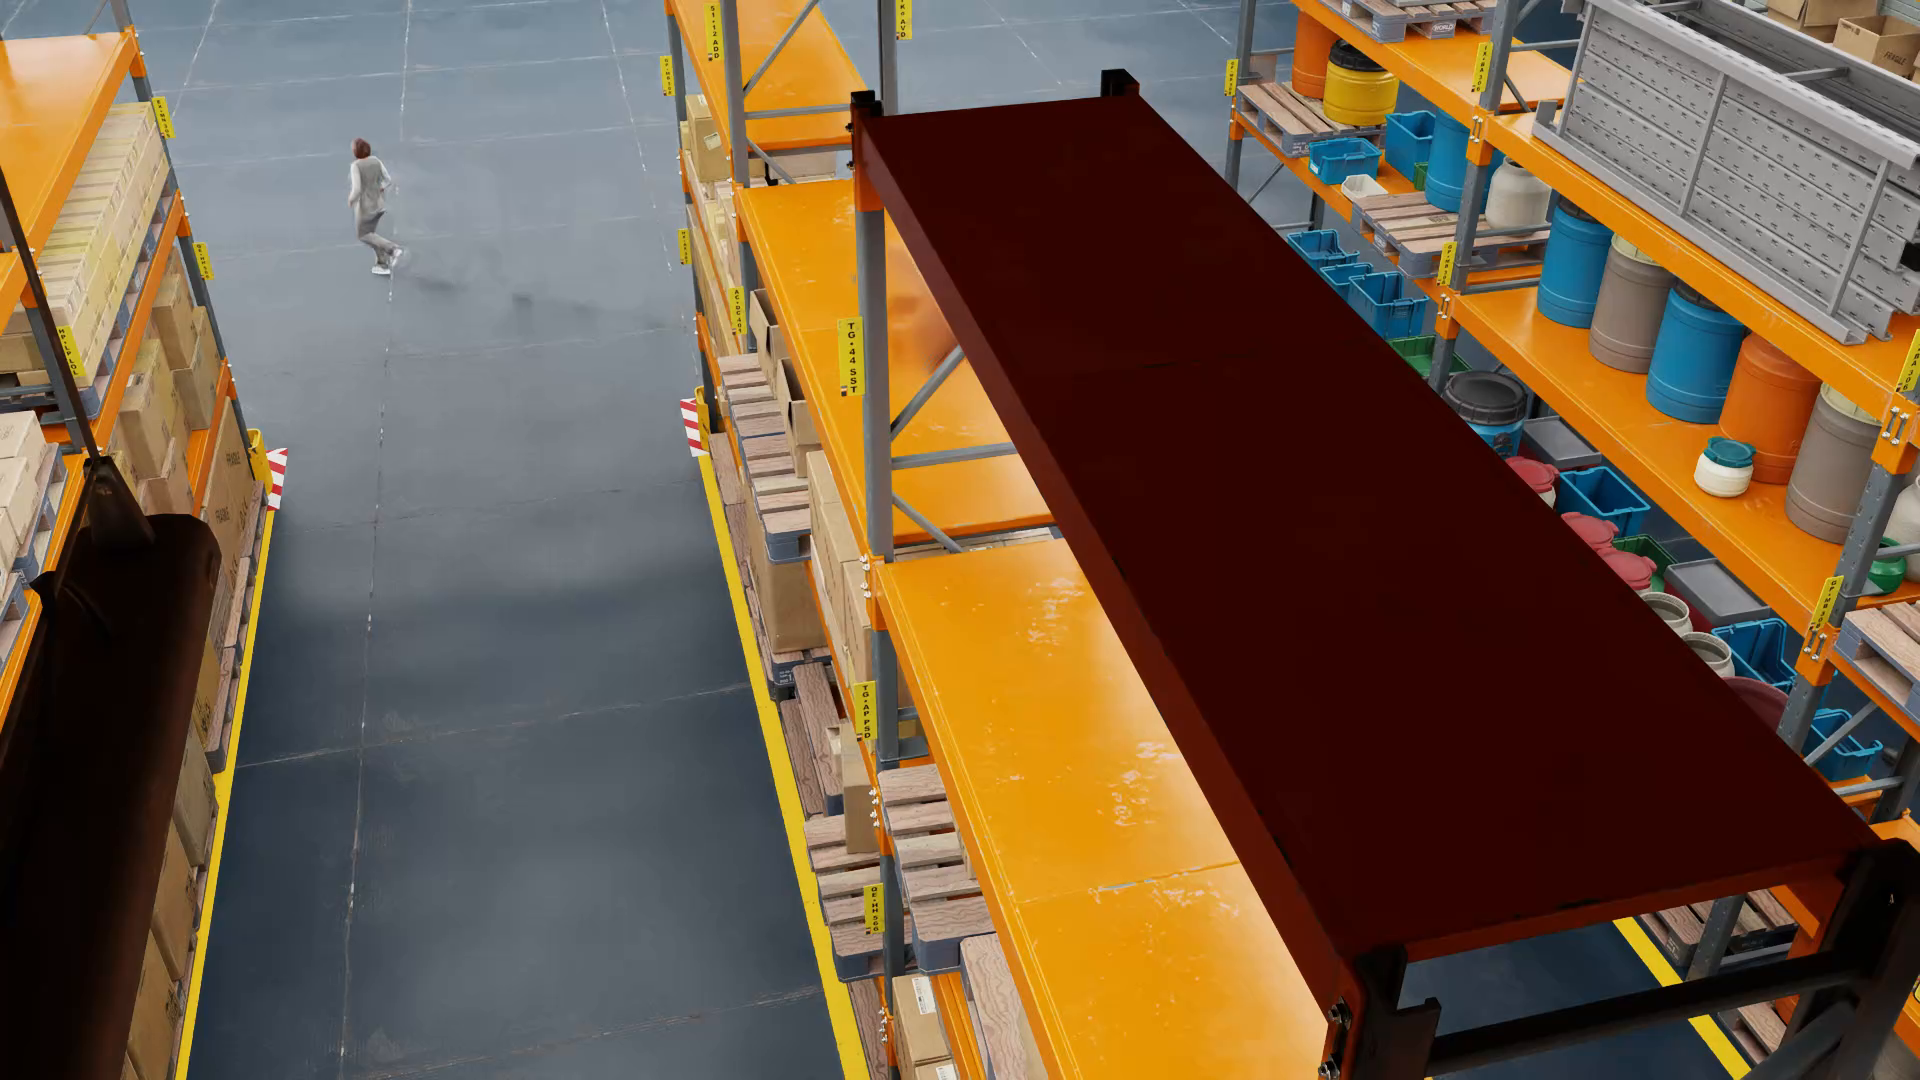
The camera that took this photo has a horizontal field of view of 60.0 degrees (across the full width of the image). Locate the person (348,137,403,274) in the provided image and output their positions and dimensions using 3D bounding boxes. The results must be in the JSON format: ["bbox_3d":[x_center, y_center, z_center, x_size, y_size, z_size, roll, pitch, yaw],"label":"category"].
[{"bbox_3d":[-6.304,-3.567,17.937,0.515,1.570,0.536,16,38,22],"label":"person"}]

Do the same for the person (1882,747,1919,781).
[{"bbox_3d":[6.729,1.120,11.016,0.715,1.569,0.962,-16,37,-21],"label":"person"}]
